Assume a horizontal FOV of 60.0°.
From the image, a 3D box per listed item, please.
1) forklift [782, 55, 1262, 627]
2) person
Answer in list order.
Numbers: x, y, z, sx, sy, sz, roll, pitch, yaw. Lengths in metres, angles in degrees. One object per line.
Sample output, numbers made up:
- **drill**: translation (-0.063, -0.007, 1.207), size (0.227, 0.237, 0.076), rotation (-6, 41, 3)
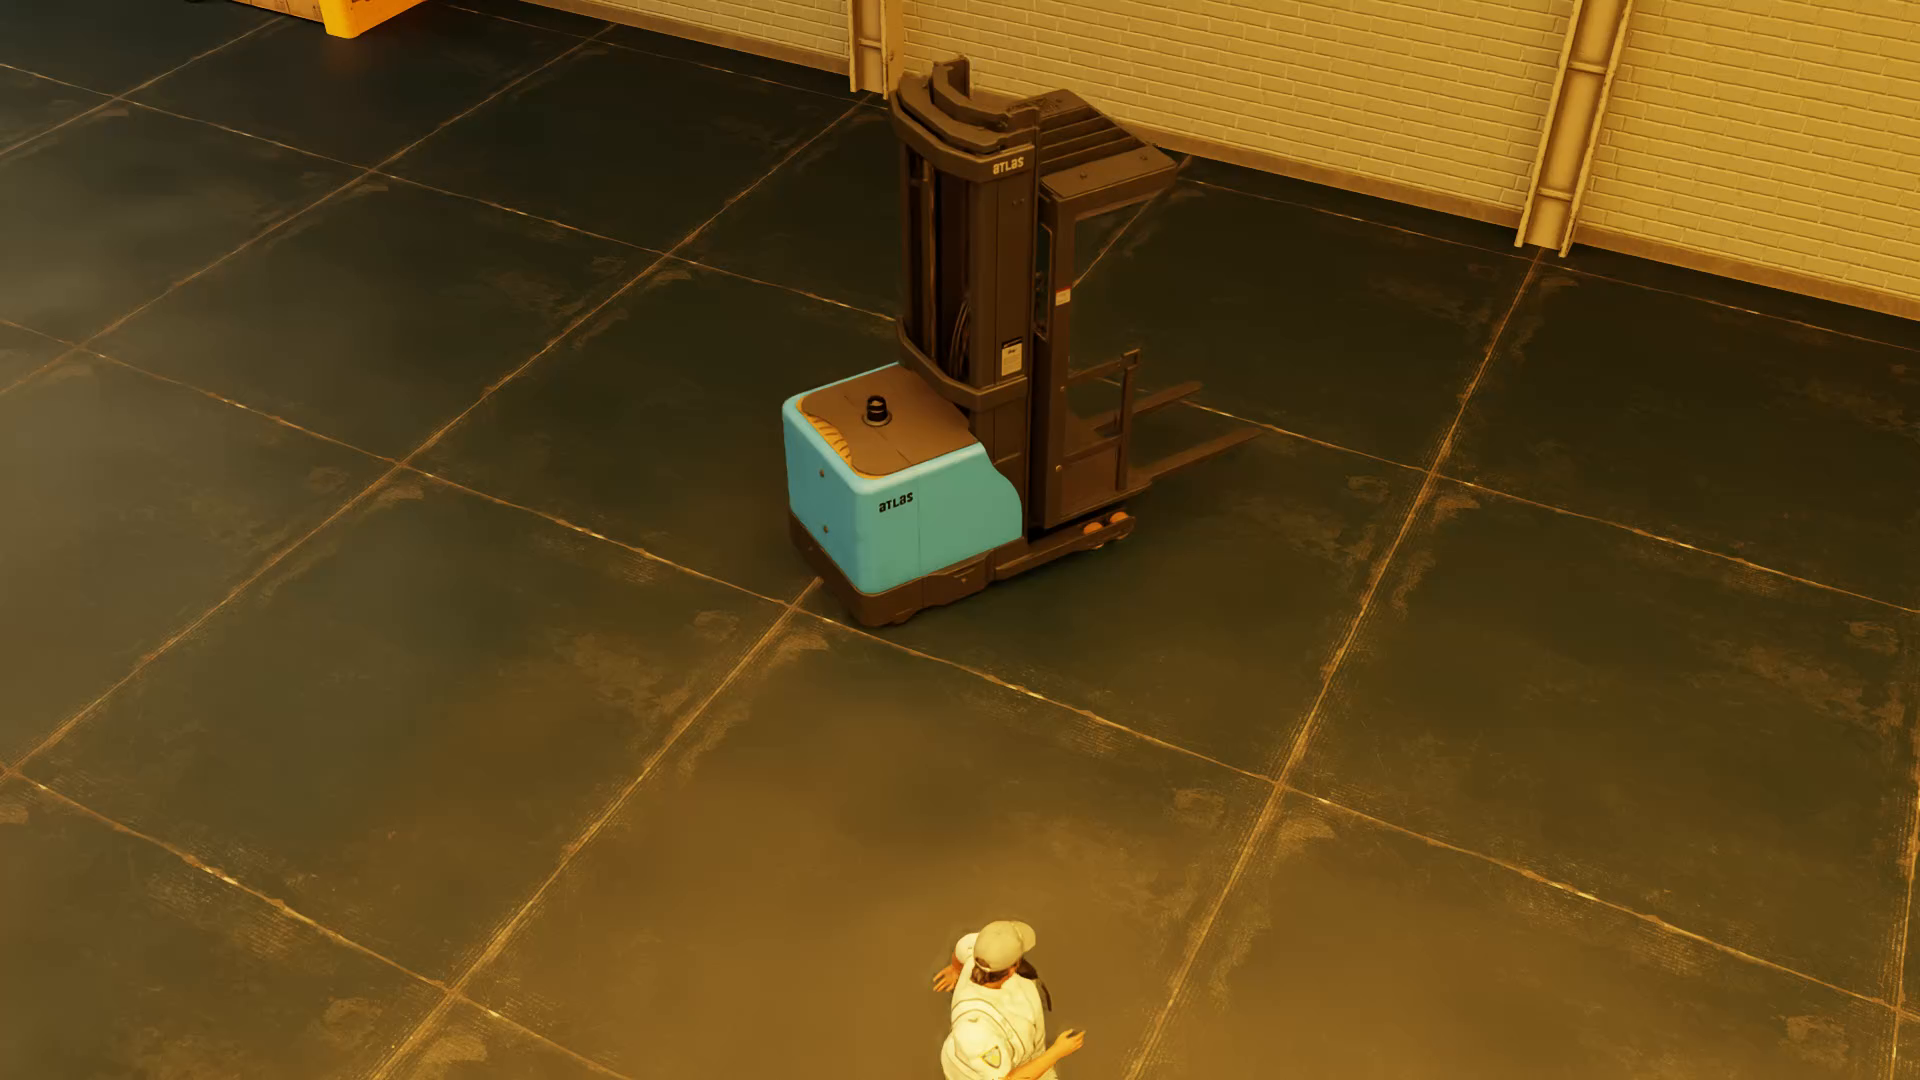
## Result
- **forklift**: translation (0.487, -1.334, 9.570), size (3.031, 2.935, 1.130), rotation (-21, 45, -23)
- **person**: translation (0.148, 2.074, 6.602), size (0.883, 1.593, 0.504), rotation (25, 46, 27)
